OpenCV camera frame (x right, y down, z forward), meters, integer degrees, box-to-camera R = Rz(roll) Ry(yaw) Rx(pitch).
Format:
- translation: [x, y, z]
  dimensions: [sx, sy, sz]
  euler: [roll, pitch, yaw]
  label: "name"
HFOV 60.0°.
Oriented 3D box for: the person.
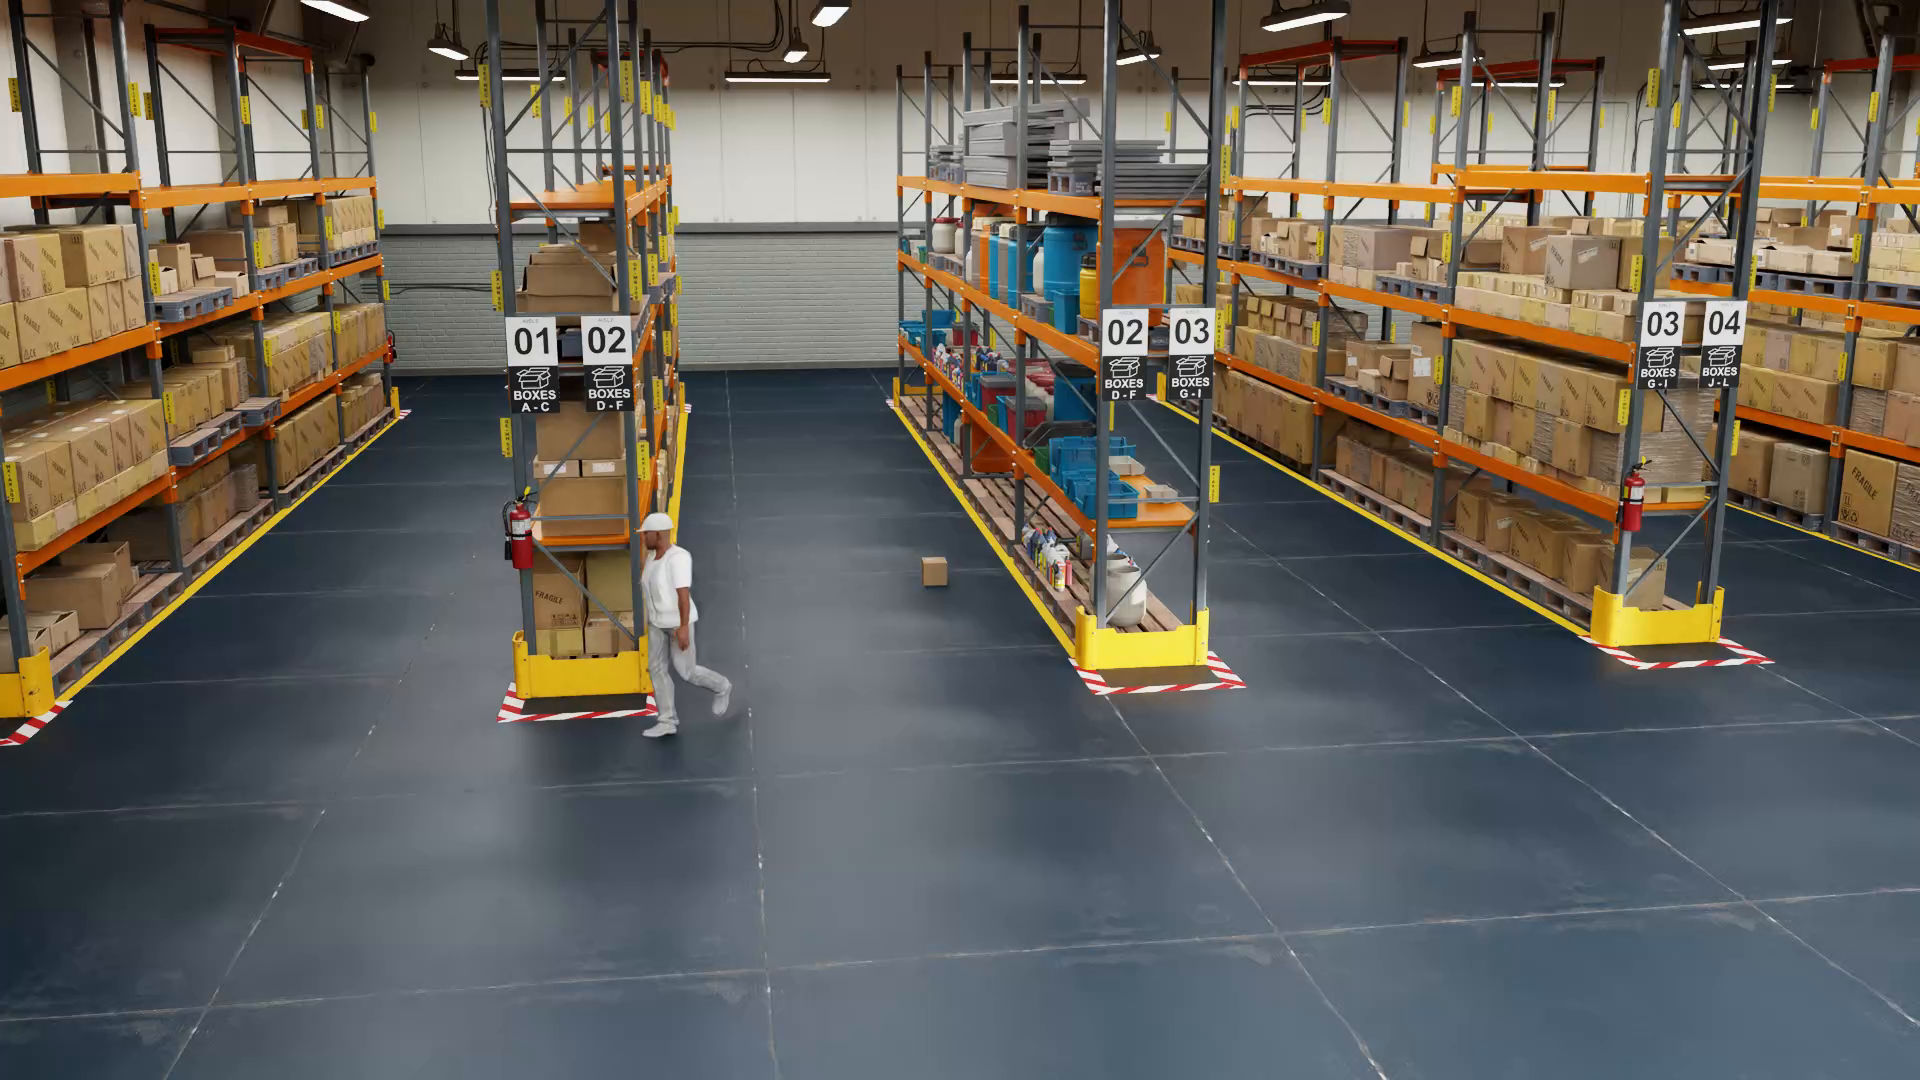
- translation: [-2.235, 0.647, 13.138]
  dimensions: [0.669, 1.733, 0.847]
  euler: [12, 18, 43]
  label: "person"
